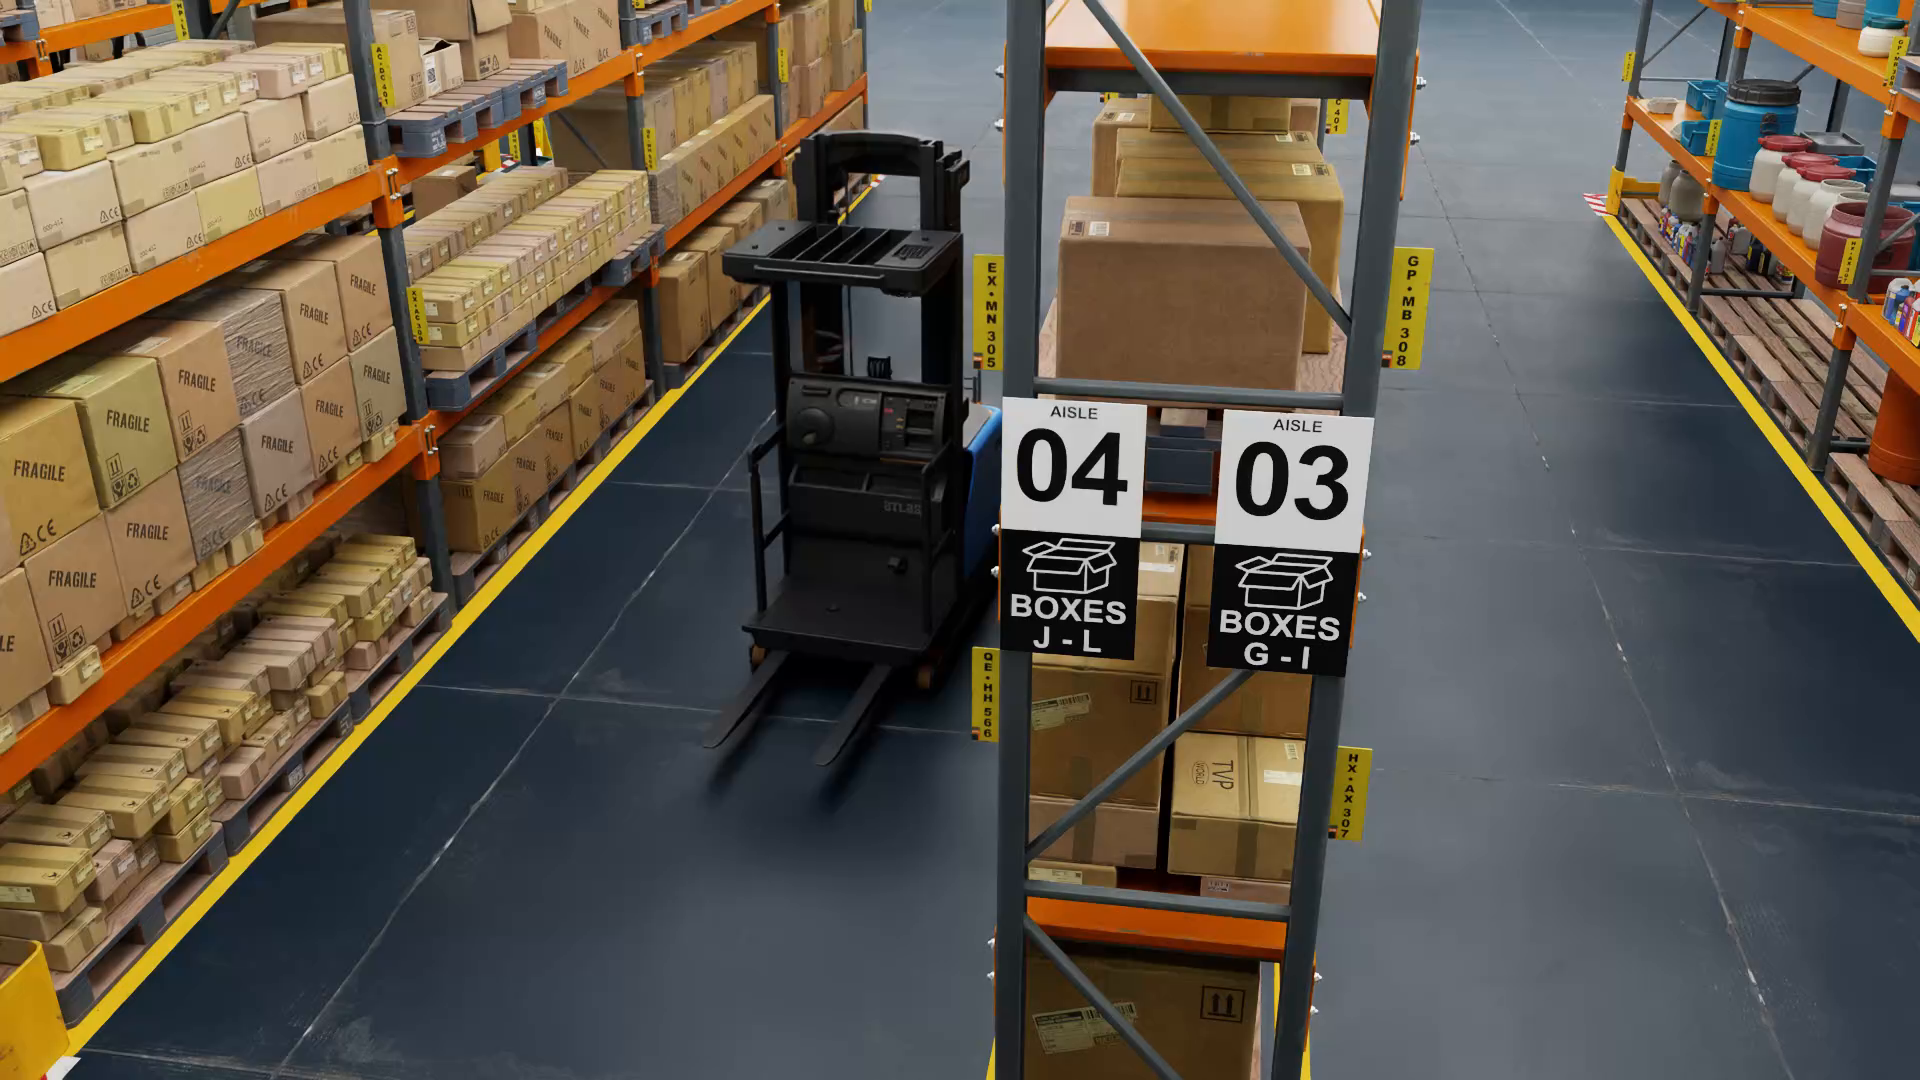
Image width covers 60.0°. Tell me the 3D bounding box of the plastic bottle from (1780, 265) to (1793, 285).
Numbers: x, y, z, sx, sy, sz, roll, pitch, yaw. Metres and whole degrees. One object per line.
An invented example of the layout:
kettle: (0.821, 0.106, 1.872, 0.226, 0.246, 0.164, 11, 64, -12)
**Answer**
plastic bottle: (7.951, -2.594, 15.954, 0.097, 0.271, 0.097, 0, 25, 0)

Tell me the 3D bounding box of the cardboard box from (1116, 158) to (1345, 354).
cardboard box: (0.862, -0.940, 5.450, 0.700, 0.500, 0.500, 3, 25, 7)

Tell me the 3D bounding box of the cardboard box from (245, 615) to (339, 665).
cardboard box: (-3.514, 0.524, 8.758, 0.380, 0.149, 0.250, 3, 25, 6)

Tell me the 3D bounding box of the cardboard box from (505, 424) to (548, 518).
cardboard box: (-3.137, -0.481, 11.193, 0.500, 0.500, 0.500, 5, 26, 11)

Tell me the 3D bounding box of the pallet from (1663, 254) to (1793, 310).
pallet: (7.617, -2.543, 16.434, 1.003, 0.211, 1.213, 4, 25, 9)

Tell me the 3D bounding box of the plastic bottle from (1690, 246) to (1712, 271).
plastic bottle: (7.287, -2.817, 16.335, 0.144, 0.351, 0.185, 3, 25, 7)

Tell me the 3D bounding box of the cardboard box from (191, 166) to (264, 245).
cardboard box: (-3.593, -1.557, 7.678, 0.500, 0.250, 0.500, 4, 25, 8)

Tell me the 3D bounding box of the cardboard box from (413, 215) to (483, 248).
cardboard box: (-3.475, -2.096, 11.289, 0.380, 0.149, 0.250, 4, 25, 8)

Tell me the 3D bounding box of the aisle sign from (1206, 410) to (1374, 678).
aisle sign: (0.903, 0.021, 4.600, 0.394, 0.787, 0.004, 4, 25, 9)

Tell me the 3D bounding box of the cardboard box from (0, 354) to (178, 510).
cardboard box: (-3.739, -0.468, 7.063, 0.500, 0.500, 0.500, 3, 25, 7)

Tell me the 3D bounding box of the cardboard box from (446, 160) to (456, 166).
cardboard box: (-6.502, -4.603, 20.293, 0.500, 0.250, 0.500, 4, 25, 9)

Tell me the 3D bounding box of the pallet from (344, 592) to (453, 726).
pallet: (-3.679, 0.635, 9.644, 1.003, 0.211, 1.213, 4, 25, 9)

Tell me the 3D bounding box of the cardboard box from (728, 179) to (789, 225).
cardboard box: (-2.309, -3.163, 16.626, 1.050, 0.750, 0.750, 4, 25, 8)

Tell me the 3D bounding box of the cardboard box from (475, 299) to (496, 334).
cardboard box: (-3.046, -1.364, 10.075, 0.380, 0.149, 0.250, 4, 25, 7)

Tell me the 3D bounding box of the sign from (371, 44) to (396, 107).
sign: (-3.067, -2.469, 8.839, 0.100, 0.325, 0.005, 4, 25, 9)

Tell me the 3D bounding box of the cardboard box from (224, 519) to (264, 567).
cardboard box: (-3.604, -0.003, 8.014, 0.380, 0.149, 0.250, 5, 25, 10)

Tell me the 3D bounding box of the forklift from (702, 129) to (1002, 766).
forklift: (-0.587, -0.653, 9.188, 1.130, 2.935, 3.031, 7, 26, 14)

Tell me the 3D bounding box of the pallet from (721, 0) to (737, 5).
pallet: (-2.398, -5.142, 15.385, 0.805, 0.209, 1.217, 3, 25, 6)

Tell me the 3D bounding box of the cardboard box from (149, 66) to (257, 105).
cardboard box: (-3.576, -2.141, 7.864, 0.380, 0.149, 0.250, 5, 26, 10)

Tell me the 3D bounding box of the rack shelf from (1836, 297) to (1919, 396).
rack shelf: (6.486, -0.693, 10.040, 1.077, 0.370, 4.000, 4, 25, 9)

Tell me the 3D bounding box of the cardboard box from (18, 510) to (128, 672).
cardboard box: (-3.850, 0.188, 6.842, 0.500, 0.500, 0.500, 4, 25, 9)

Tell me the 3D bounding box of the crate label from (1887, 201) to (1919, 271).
crate label: (7.242, -2.268, 12.515, 0.502, 0.435, 0.616, 4, 25, 9)

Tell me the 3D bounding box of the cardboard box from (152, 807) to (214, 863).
cardboard box: (-3.711, 1.347, 7.702, 0.380, 0.149, 0.250, 4, 25, 9)

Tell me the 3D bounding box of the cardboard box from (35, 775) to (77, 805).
cardboard box: (-4.224, 1.165, 7.740, 0.380, 0.149, 0.250, 4, 25, 8)

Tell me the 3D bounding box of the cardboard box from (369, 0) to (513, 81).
cardboard box: (-3.222, -3.144, 10.272, 0.797, 0.503, 0.637, 4, 25, 8)

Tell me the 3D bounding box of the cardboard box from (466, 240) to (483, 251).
cardboard box: (-3.477, -1.955, 11.339, 0.380, 0.149, 0.250, 5, 26, 10)

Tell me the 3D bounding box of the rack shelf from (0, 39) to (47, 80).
rack shelf: (-8.177, -3.081, 11.604, 1.077, 0.370, 4.000, 4, 25, 9)

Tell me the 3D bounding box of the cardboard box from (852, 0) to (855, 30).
cardboard box: (-1.742, -6.335, 19.794, 0.875, 0.550, 0.550, 4, 25, 9)

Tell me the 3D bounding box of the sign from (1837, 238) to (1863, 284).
sign: (6.269, -1.964, 11.715, 0.100, 0.325, 0.005, 4, 25, 9)

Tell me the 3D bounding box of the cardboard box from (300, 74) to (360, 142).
cardboard box: (-3.429, -2.218, 8.498, 0.500, 0.250, 0.500, 3, 25, 6)

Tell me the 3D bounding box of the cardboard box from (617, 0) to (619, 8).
cardboard box: (-2.738, -4.193, 12.814, 0.380, 0.149, 0.250, 3, 25, 6)

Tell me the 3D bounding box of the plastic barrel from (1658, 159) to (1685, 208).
plastic barrel: (8.088, -3.984, 18.662, 0.421, 0.512, 0.421, 0, 25, 0)

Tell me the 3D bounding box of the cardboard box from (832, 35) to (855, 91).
cardboard box: (-1.727, -5.608, 19.516, 0.875, 0.550, 0.550, 4, 25, 9)

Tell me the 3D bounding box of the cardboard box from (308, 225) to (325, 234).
cardboard box: (-7.280, -3.338, 17.448, 0.950, 0.372, 0.625, 4, 25, 9)

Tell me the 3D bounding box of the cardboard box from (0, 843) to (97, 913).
cardboard box: (-3.837, 1.398, 6.891, 0.380, 0.149, 0.250, 3, 25, 6)

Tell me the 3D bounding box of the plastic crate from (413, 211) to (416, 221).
plastic crate: (-6.131, -3.835, 19.349, 0.402, 0.080, 0.583, -5, 25, -10)

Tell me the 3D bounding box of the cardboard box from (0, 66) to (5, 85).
cardboard box: (-11.614, -5.544, 19.437, 0.500, 0.500, 0.500, 4, 25, 8)

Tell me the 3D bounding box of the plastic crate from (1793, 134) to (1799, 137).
plastic crate: (7.678, -3.710, 15.711, 0.767, 0.338, 0.504, 4, 25, 9)

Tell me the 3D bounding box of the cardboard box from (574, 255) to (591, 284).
cardboard box: (-2.792, -1.886, 11.543, 0.380, 0.149, 0.250, 5, 26, 10)

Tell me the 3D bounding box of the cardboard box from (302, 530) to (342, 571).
cardboard box: (-3.865, 0.050, 9.770, 0.380, 0.149, 0.250, 5, 26, 11)

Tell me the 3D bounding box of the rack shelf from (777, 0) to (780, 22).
rack shelf: (-1.970, -6.126, 18.110, 1.077, 0.370, 4.000, 4, 25, 9)

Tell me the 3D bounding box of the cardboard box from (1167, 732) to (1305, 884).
cardboard box: (0.964, 0.899, 5.618, 0.500, 0.250, 0.500, 3, 25, 7)

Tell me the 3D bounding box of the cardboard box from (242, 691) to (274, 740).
cardboard box: (-3.710, 0.862, 8.388, 0.380, 0.149, 0.250, 5, 26, 11)

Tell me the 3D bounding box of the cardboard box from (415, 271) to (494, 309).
cardboard box: (-3.046, -1.507, 10.030, 0.380, 0.149, 0.250, 5, 25, 10)

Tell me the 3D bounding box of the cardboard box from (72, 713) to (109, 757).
cardboard box: (-4.313, 0.916, 7.921, 0.380, 0.149, 0.250, 5, 26, 10)

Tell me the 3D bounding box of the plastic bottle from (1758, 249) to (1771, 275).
plastic bottle: (7.872, -2.744, 16.260, 0.061, 0.283, 0.133, 4, 25, 9)

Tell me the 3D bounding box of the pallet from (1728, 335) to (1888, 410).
pallet: (7.179, -1.422, 14.039, 1.003, 0.211, 1.213, 4, 25, 9)

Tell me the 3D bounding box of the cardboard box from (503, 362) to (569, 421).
cardboard box: (-3.050, -1.036, 11.493, 0.500, 0.250, 0.500, 5, 26, 11)

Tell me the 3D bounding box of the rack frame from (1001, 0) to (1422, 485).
rack frame: (0.619, -1.569, 3.988, 1.000, 3.000, 0.127, 4, 25, 9)

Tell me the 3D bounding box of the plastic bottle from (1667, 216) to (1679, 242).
plastic bottle: (7.444, -3.243, 17.339, 0.097, 0.271, 0.097, 0, 25, 0)

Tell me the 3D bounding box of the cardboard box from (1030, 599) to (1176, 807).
cardboard box: (0.439, 0.519, 5.544, 0.500, 0.500, 0.500, 4, 25, 9)

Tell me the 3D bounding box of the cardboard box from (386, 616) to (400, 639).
cardboard box: (-3.457, 0.480, 9.553, 0.380, 0.149, 0.250, 5, 25, 10)

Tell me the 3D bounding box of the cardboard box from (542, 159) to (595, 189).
cardboard box: (-3.142, -2.836, 13.653, 0.500, 0.500, 0.500, 4, 25, 9)

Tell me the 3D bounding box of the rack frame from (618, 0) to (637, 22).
rack frame: (-2.950, -5.301, 11.961, 1.000, 3.000, 0.127, 4, 25, 9)

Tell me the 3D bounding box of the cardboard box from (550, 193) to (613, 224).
cardboard box: (-2.704, -2.367, 11.868, 0.380, 0.149, 0.250, 5, 26, 10)

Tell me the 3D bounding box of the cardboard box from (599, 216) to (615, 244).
cardboard box: (-2.706, -2.231, 11.927, 0.380, 0.149, 0.250, 4, 25, 9)

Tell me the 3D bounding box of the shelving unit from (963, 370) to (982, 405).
shelving unit: (0.002, -0.549, 11.009, 0.258, 1.200, 0.189, 4, 25, 9)

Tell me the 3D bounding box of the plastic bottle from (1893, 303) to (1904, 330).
plastic bottle: (6.361, -1.519, 11.192, 0.097, 0.201, 0.097, 0, 25, 0)
